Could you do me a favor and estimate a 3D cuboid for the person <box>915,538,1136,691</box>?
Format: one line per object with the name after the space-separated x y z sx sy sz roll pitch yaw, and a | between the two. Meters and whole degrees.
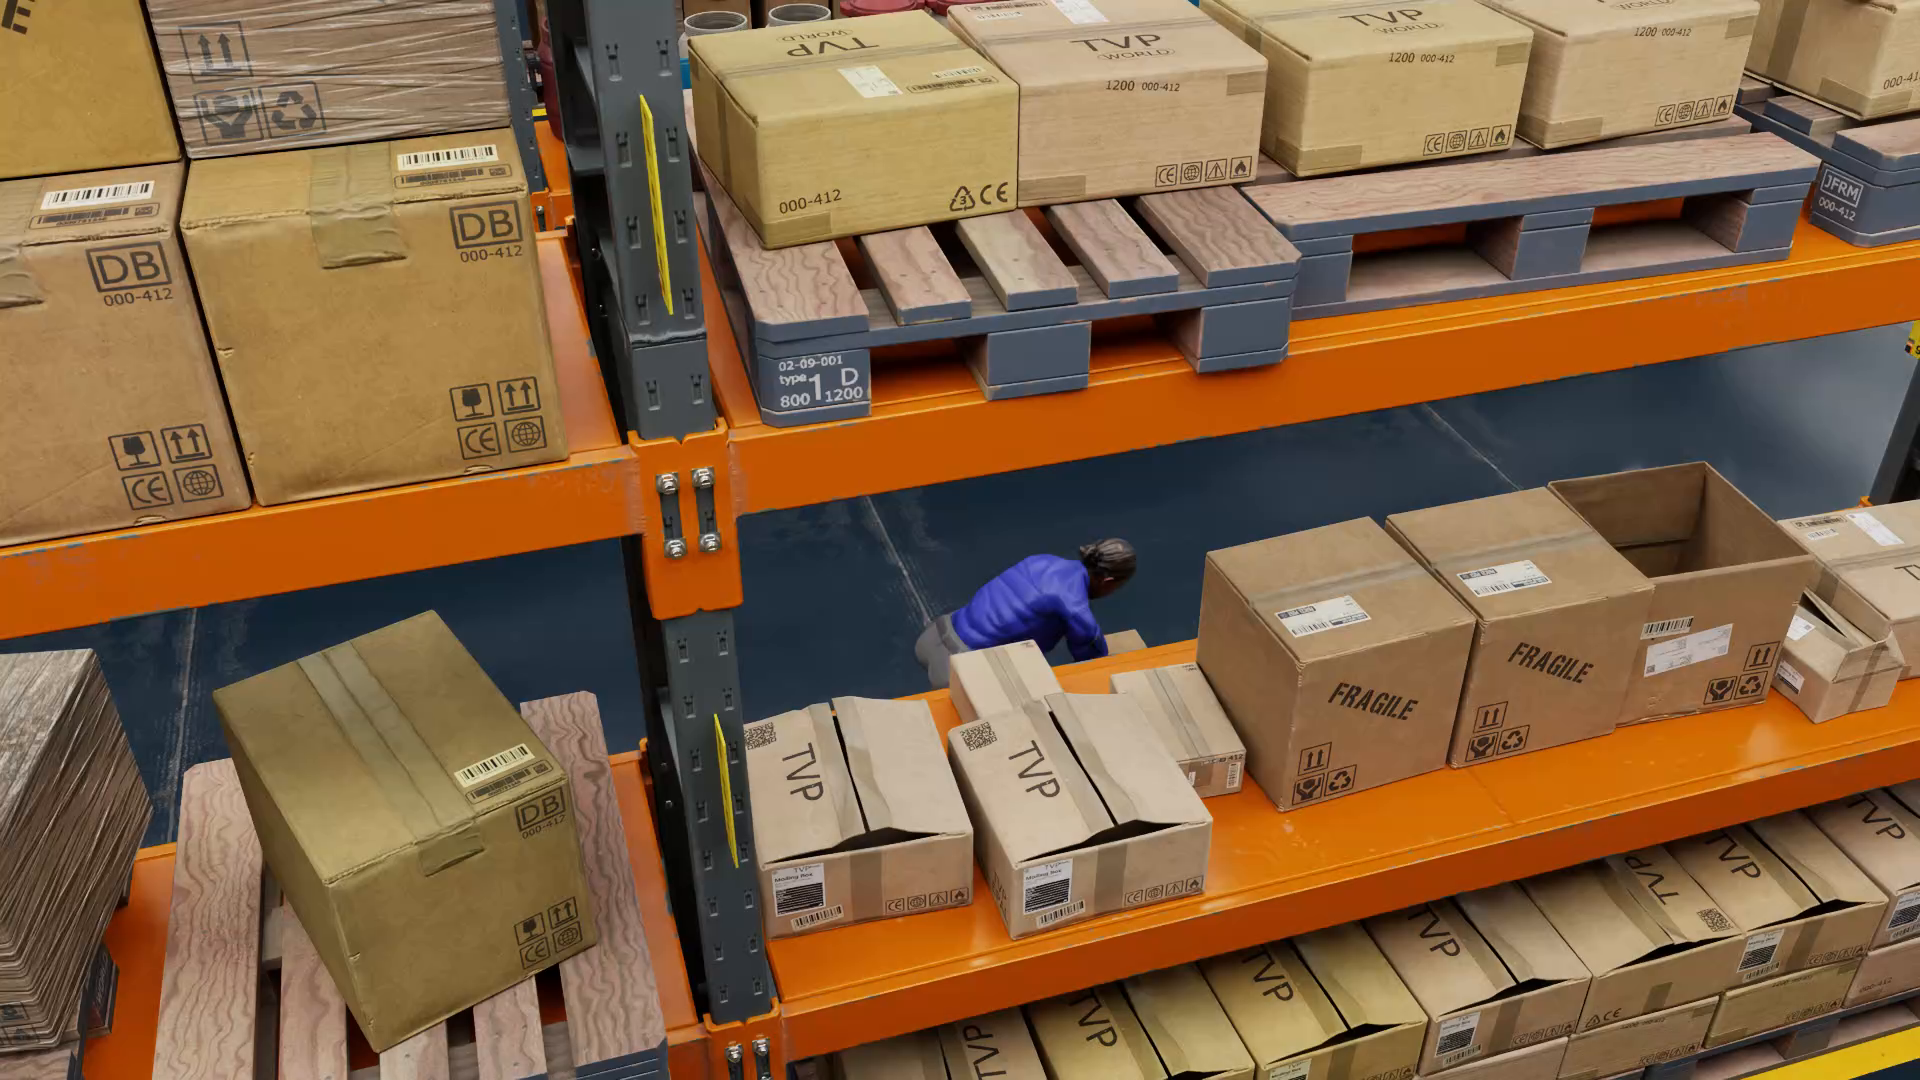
0.258 0.458 6.119 0.854 0.940 0.463 -11 36 -16 | person
